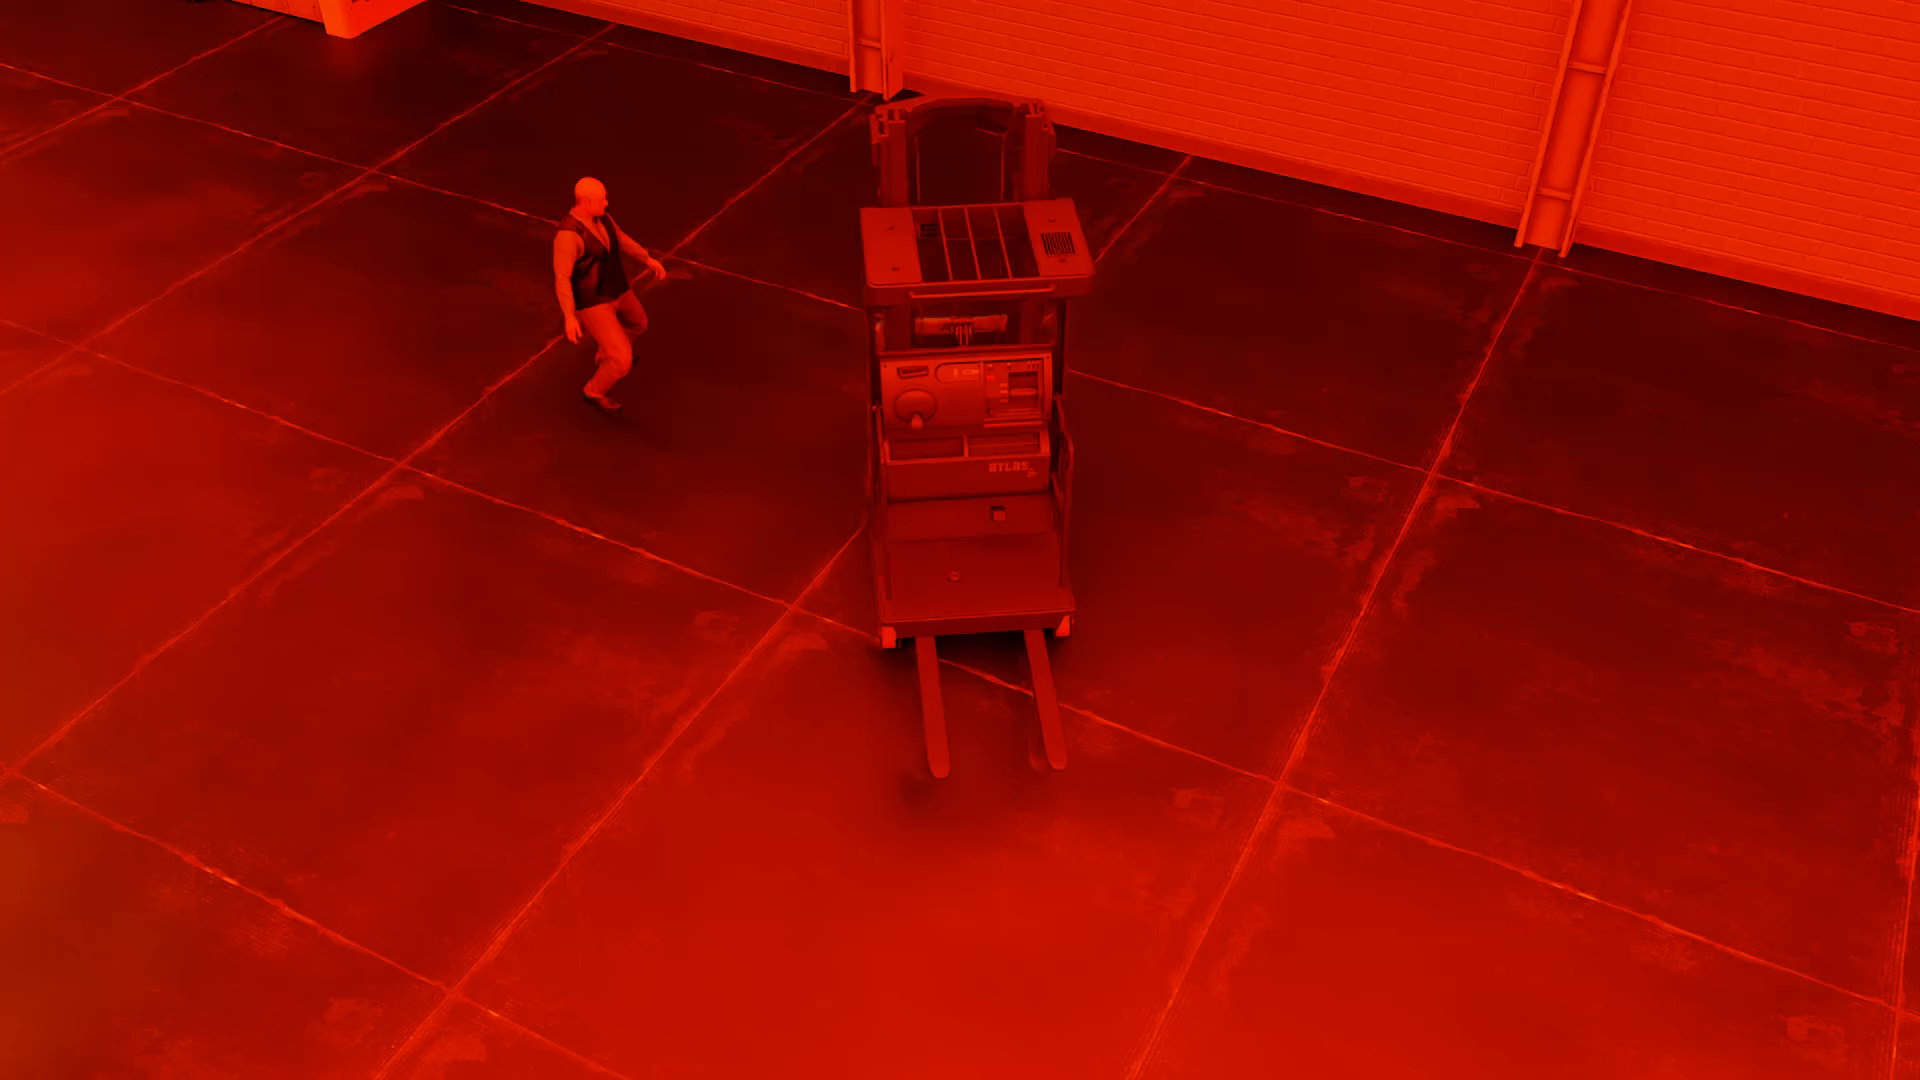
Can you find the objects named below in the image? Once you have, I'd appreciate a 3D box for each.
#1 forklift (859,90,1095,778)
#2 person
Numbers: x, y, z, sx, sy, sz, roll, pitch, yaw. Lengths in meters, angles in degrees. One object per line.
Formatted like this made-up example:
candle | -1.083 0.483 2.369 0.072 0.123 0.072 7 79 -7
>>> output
forklift | 0.061 -0.730 8.853 1.130 2.935 3.031 -4 40 -4
person | -2.332 -1.625 10.969 0.629 1.606 0.907 15 42 17
